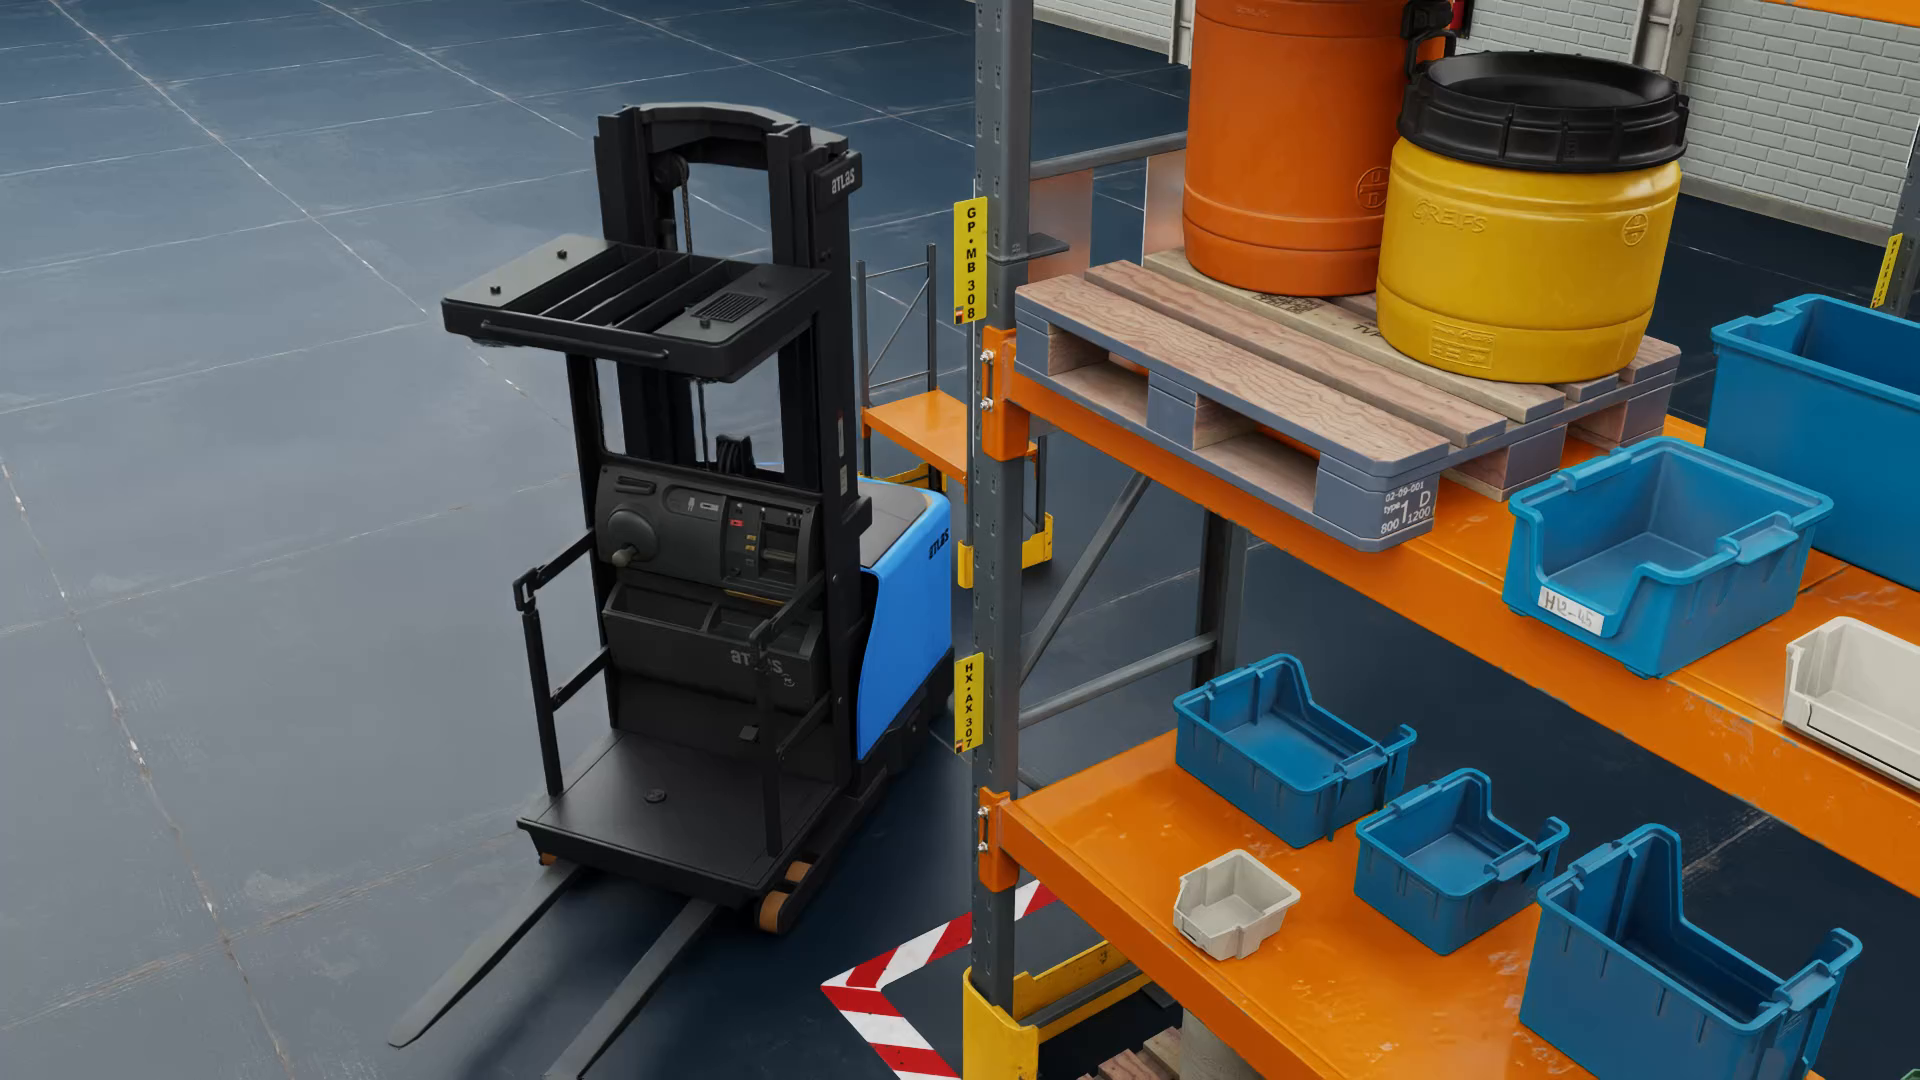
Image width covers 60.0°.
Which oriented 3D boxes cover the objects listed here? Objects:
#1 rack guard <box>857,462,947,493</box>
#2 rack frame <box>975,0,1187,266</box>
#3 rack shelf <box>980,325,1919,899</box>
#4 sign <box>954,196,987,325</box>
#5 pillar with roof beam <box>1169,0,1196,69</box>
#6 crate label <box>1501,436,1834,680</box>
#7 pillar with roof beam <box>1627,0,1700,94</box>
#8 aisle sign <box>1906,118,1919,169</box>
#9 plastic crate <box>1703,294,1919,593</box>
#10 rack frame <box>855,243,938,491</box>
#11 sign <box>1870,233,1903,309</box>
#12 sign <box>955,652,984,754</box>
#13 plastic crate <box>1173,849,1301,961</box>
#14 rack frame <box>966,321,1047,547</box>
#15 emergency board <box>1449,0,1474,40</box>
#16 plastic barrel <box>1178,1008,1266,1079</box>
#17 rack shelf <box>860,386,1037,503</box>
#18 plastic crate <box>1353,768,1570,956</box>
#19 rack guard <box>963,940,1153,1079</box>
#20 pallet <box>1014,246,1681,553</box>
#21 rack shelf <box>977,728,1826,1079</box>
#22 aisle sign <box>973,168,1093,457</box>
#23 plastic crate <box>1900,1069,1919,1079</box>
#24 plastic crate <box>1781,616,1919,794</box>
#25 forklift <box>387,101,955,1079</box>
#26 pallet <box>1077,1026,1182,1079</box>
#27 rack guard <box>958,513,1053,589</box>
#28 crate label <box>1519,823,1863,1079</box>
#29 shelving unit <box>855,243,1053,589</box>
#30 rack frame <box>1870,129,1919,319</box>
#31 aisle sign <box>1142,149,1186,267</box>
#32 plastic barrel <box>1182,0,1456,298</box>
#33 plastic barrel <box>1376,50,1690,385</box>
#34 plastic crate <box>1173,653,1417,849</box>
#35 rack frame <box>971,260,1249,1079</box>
[{"bbox_3d":[-0.333,-0.333,9.601,0.587,0.250,0.087,-19,34,-31],"label":"rack guard"},{"bbox_3d":[0.478,-2.180,3.835,1.000,3.000,0.127,-19,34,-31],"label":"rack frame"},{"bbox_3d":[1.638,0.232,3.291,1.077,0.370,4.000,-19,34,-31],"label":"rack shelf"},{"bbox_3d":[0.027,-0.715,4.272,0.100,0.325,0.005,-19,34,-31],"label":"sign"},{"bbox_3d":[-0.809,-8.363,15.221,9.100,9.000,0.400,-19,34,-31],"label":"pillar with roof beam"},{"bbox_3d":[1.294,0.022,3.078,0.502,0.251,0.408,-19,34,-31],"label":"crate label"},{"bbox_3d":[2.671,-6.031,10.926,9.100,9.000,0.400,-19,34,-31],"label":"pillar with roof beam"},{"bbox_3d":[4.227,-1.997,7.060,0.394,0.787,0.004,-19,34,-31],"label":"aisle sign"},{"bbox_3d":[1.829,-0.197,3.343,0.392,0.384,0.575,-19,34,-31],"label":"plastic crate"},{"bbox_3d":[-0.344,-0.890,9.317,0.500,1.500,0.032,-19,34,-31],"label":"rack frame"},{"bbox_3d":[4.059,-1.178,7.285,0.100,0.325,0.005,-19,34,-31],"label":"sign"},{"bbox_3d":[0.027,0.485,4.924,0.100,0.325,0.005,-19,34,-31],"label":"sign"},{"bbox_3d":[0.735,1.009,4.525,0.298,0.136,0.250,-19,34,-31],"label":"plastic crate"},{"bbox_3d":[0.245,-0.495,8.589,0.500,1.500,0.032,-19,34,-31],"label":"rack frame"},{"bbox_3d":[4.776,-5.558,16.340,0.194,1.169,0.643,-19,34,-31],"label":"emergency board"},{"bbox_3d":[0.922,1.600,5.328,0.421,0.512,0.421,0,29,0],"label":"plastic barrel"},{"bbox_3d":[-0.049,-0.534,9.039,0.538,0.185,1.000,-19,34,-31],"label":"rack shelf"},{"bbox_3d":[1.384,0.887,4.629,0.499,0.251,0.408,-19,34,-31],"label":"plastic crate"},{"bbox_3d":[0.560,1.571,5.833,1.175,0.500,0.348,-19,34,-31],"label":"rack guard"},{"bbox_3d":[0.878,-0.430,3.954,1.003,0.211,1.213,-19,34,-31],"label":"pallet"},{"bbox_3d":[1.638,1.550,4.007,1.077,0.370,4.000,-19,34,-31],"label":"rack shelf"},{"bbox_3d":[0.197,-0.633,4.549,0.394,0.787,0.004,-19,34,-31],"label":"aisle sign"},{"bbox_3d":[2.240,1.498,3.570,0.450,0.188,0.662,-19,34,-31],"label":"plastic crate"},{"bbox_3d":[1.538,0.297,2.694,0.243,0.136,0.396,-19,34,-31],"label":"plastic crate"},{"bbox_3d":[-1.057,0.008,6.164,1.130,2.935,3.031,11,30,20],"label":"forklift"},{"bbox_3d":[1.027,2.015,5.318,1.003,0.211,1.213,-19,34,-31],"label":"pallet"},{"bbox_3d":[0.245,0.054,8.888,0.587,0.250,0.087,-19,34,-31],"label":"rack guard"},{"bbox_3d":[1.766,1.081,4.079,0.502,0.435,0.616,-19,34,-31],"label":"crate label"},{"bbox_3d":[-0.044,-0.689,8.947,0.587,1.500,1.083,-19,34,-31],"label":"shelving unit"},{"bbox_3d":[4.515,-0.914,7.789,1.000,3.000,0.127,-19,34,-31],"label":"rack frame"},{"bbox_3d":[0.678,-0.796,4.850,0.394,0.787,0.004,-19,34,-31],"label":"aisle sign"},{"bbox_3d":[0.863,-1.082,4.065,0.600,0.830,0.708,-19,34,-31],"label":"plastic barrel"},{"bbox_3d":[1.242,-0.721,3.655,0.600,0.588,0.600,0,29,0],"label":"plastic barrel"},{"bbox_3d":[1.012,0.633,5.097,0.499,0.251,0.616,-19,34,-31],"label":"plastic crate"},{"bbox_3d":[0.478,0.456,5.267,1.000,3.000,0.127,-19,34,-31],"label":"rack frame"}]
